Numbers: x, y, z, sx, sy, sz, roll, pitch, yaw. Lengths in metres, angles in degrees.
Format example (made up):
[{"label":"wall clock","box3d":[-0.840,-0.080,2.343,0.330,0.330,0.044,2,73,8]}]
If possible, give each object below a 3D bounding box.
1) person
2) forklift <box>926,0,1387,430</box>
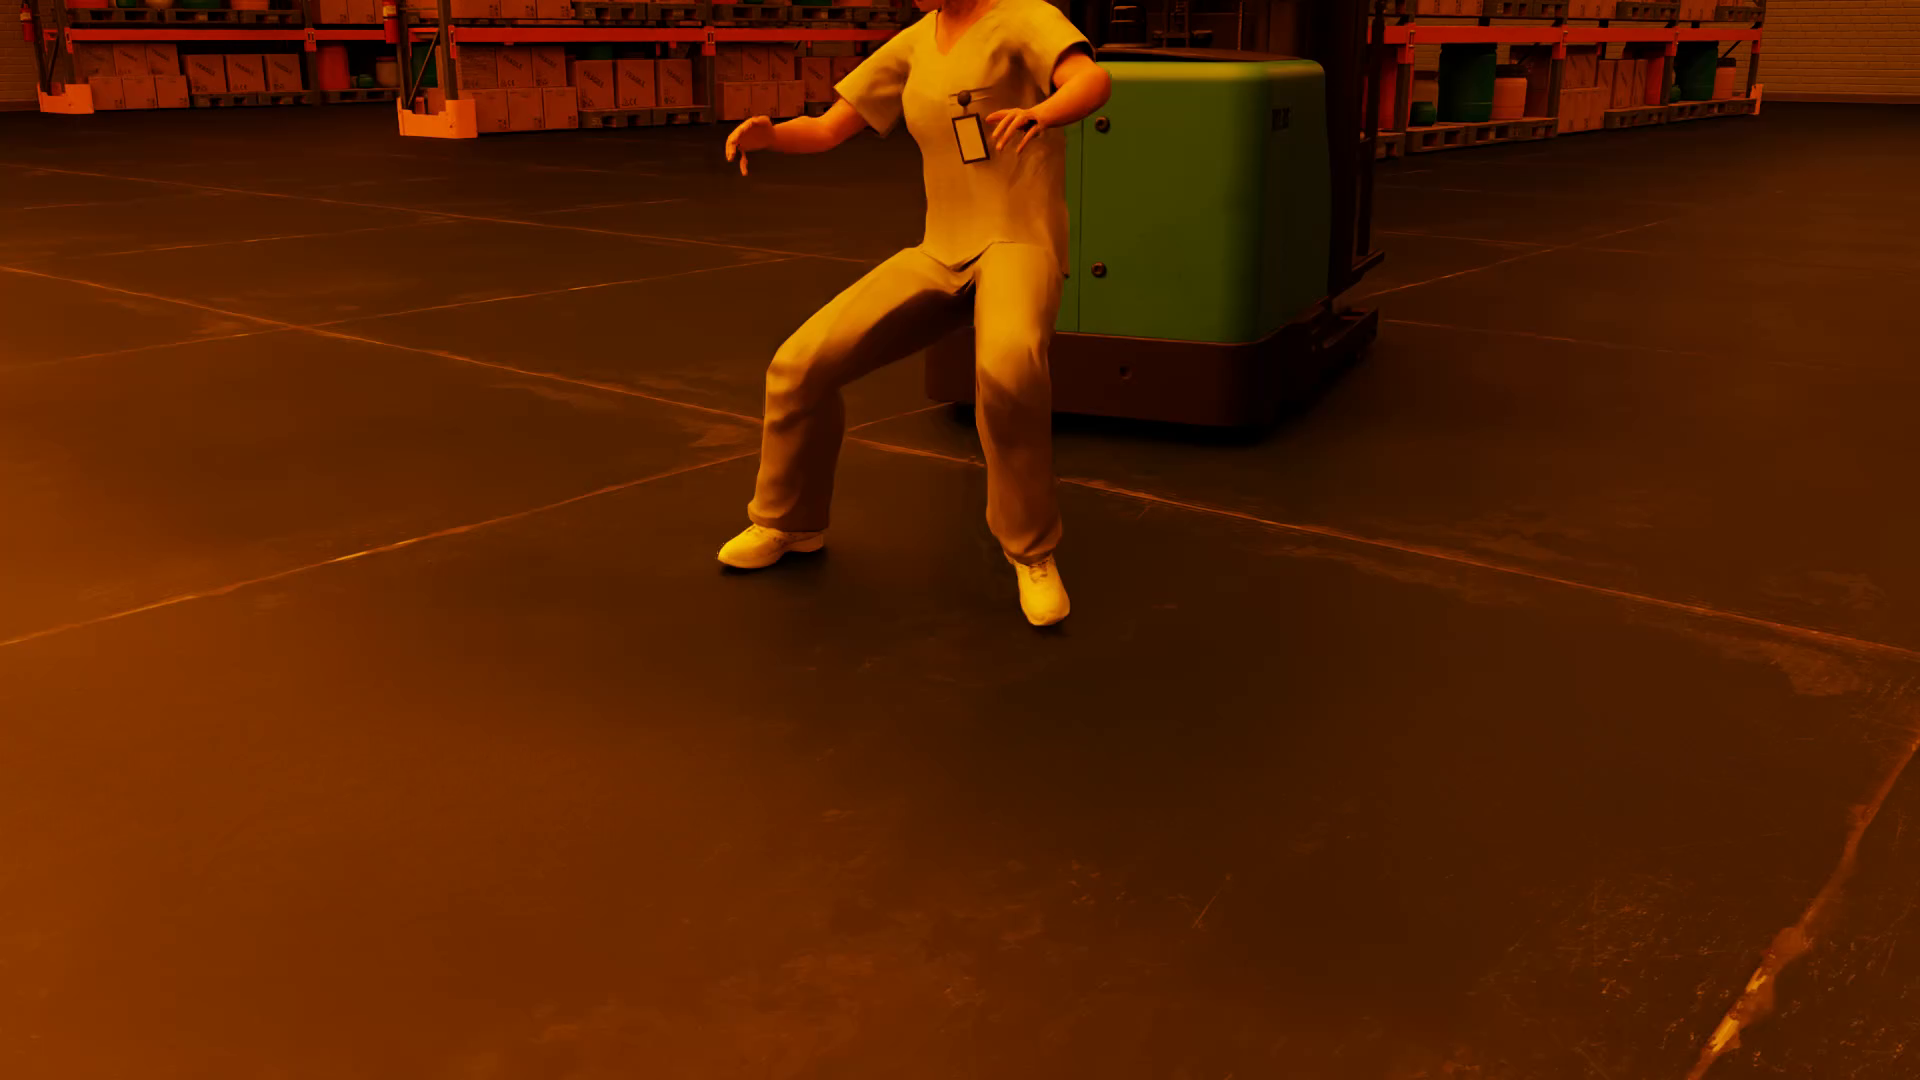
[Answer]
[{"label":"person","box3d":[-0.095,-0.593,3.375,0.926,1.462,0.691,16,23,42]},{"label":"forklift","box3d":[0.945,-2.110,5.845,1.130,2.935,3.031,7,18,22]}]
